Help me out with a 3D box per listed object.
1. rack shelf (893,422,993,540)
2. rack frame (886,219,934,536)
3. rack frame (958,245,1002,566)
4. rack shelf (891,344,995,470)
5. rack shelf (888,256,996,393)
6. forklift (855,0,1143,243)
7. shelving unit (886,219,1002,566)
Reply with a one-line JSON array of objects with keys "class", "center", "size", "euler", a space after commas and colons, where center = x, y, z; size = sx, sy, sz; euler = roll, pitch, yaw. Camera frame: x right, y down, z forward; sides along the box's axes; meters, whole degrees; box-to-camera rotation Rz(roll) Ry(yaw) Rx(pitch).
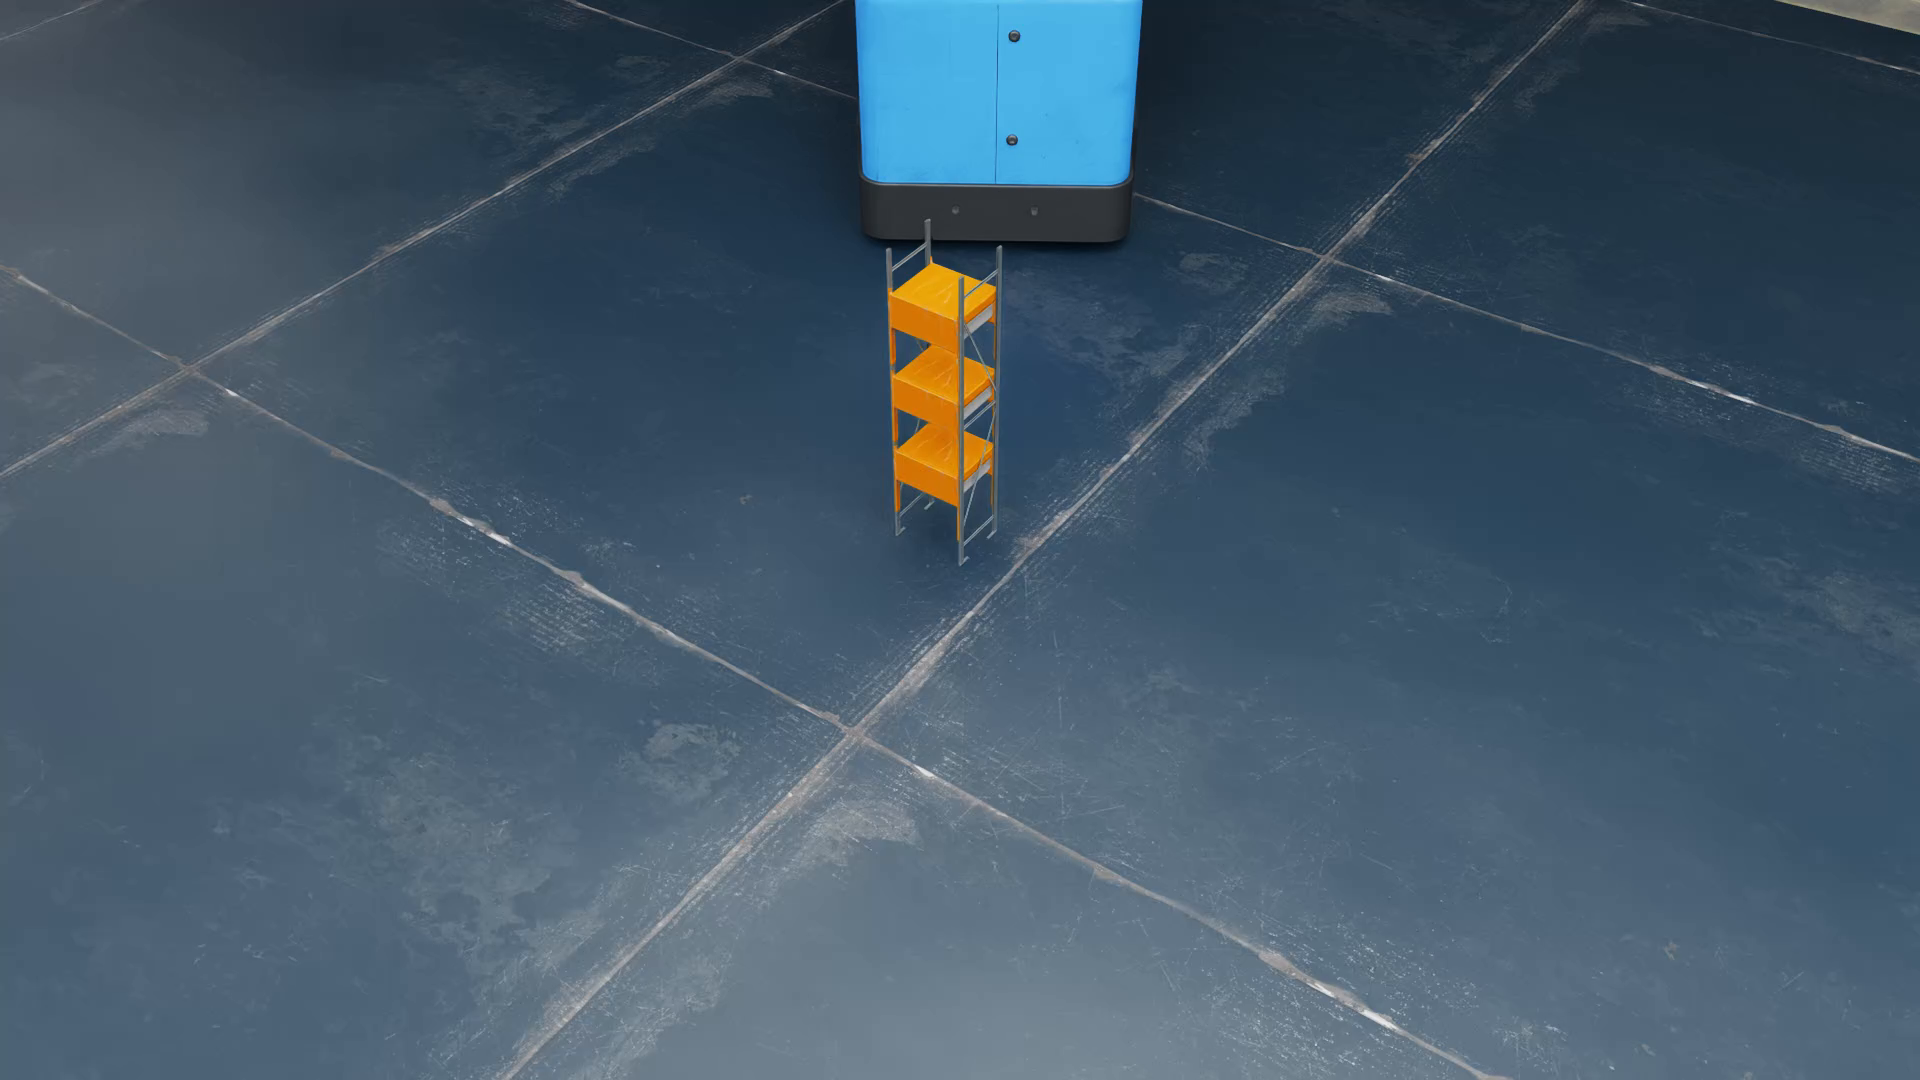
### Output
[{"class": "rack shelf", "center": [-0.044, -0.197, 5.115], "size": [0.240, 0.259, 0.215], "euler": [25, 48, 25]}, {"class": "rack frame", "center": [-0.144, -0.458, 4.975], "size": [0.008, 1.050, 0.200], "euler": [25, 48, 25]}, {"class": "rack frame", "center": [0.056, -0.365, 4.871], "size": [0.008, 1.050, 0.200], "euler": [25, 48, 25]}, {"class": "rack shelf", "center": [-0.044, -0.404, 4.930], "size": [0.240, 0.259, 0.215], "euler": [25, 48, 25]}, {"class": "rack shelf", "center": [-0.044, -0.615, 4.741], "size": [0.240, 0.259, 0.215], "euler": [25, 48, 25]}, {"class": "forklift", "center": [0.176, -3.204, 6.633], "size": [1.130, 2.935, 3.031], "euler": [1, 42, 1]}, {"class": "shelving unit", "center": [-0.044, -0.412, 4.923], "size": [0.252, 1.050, 0.215], "euler": [25, 48, 25]}]
